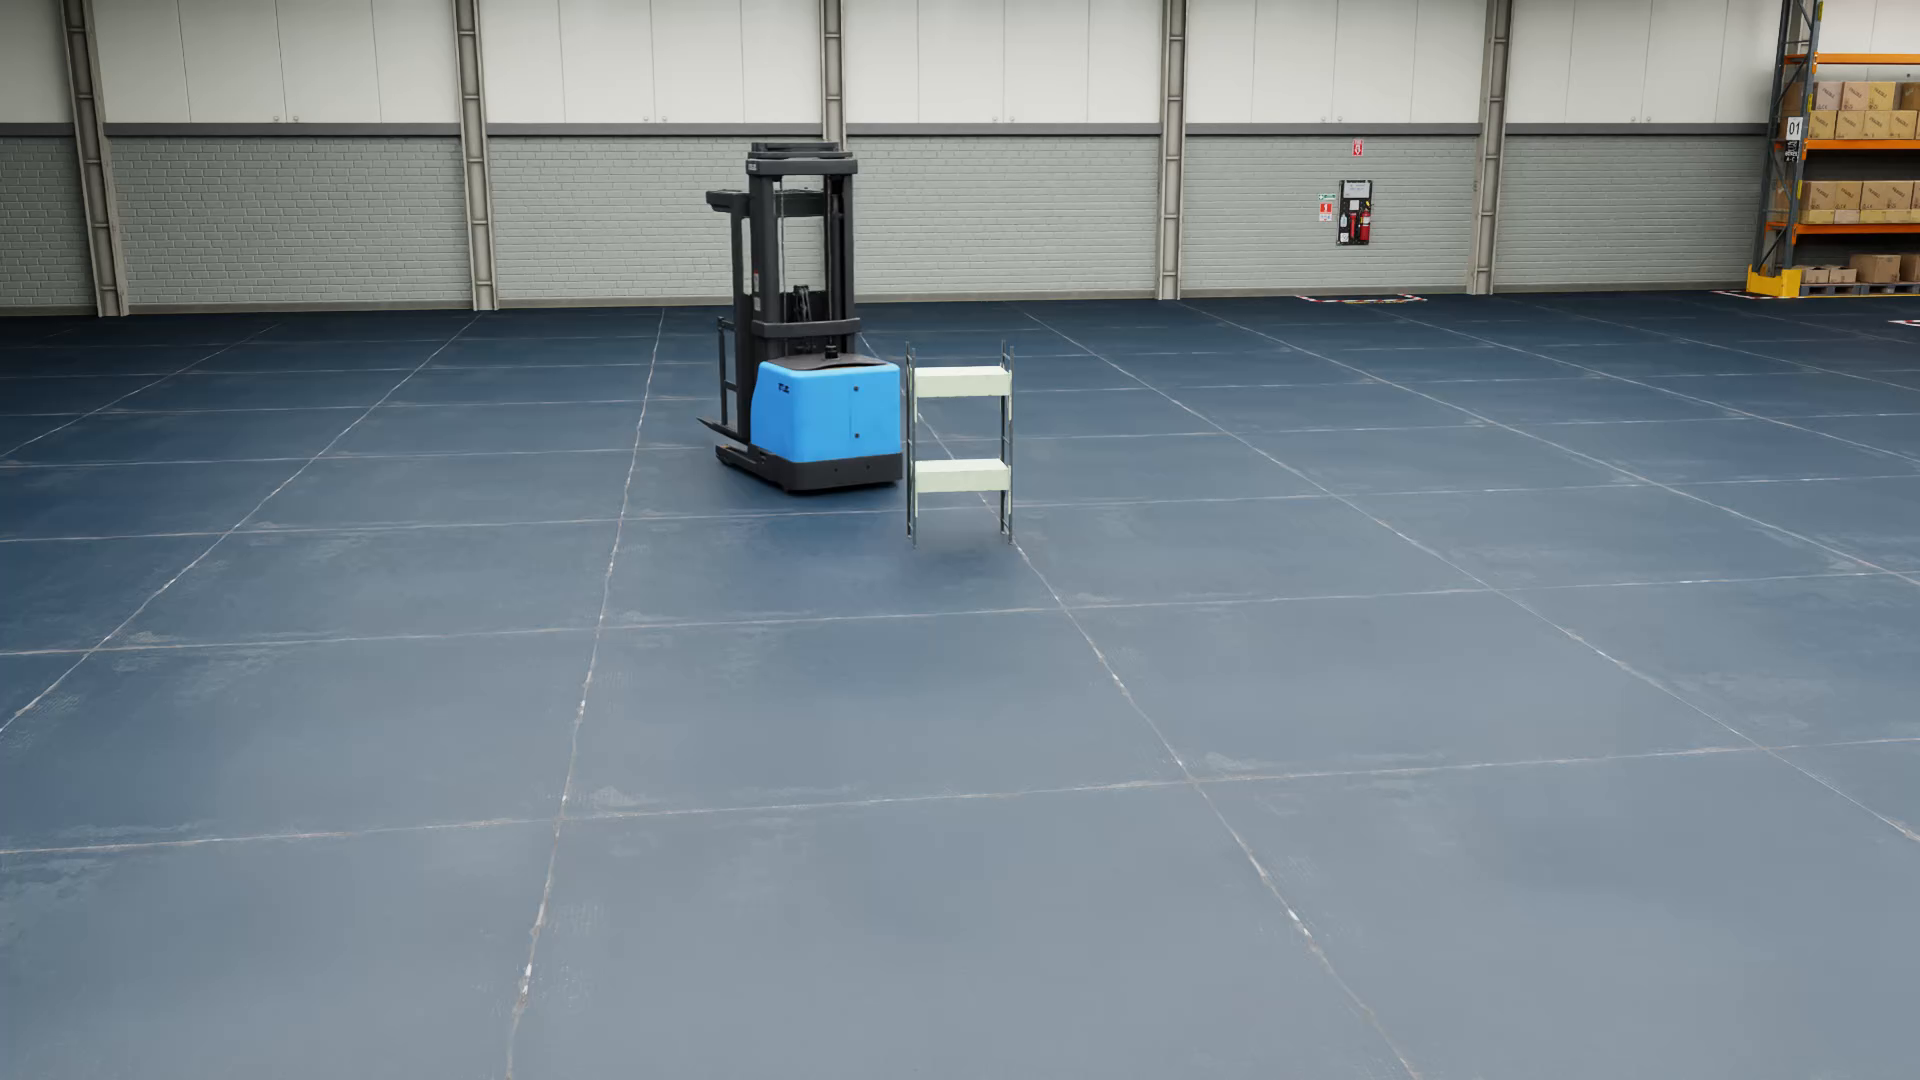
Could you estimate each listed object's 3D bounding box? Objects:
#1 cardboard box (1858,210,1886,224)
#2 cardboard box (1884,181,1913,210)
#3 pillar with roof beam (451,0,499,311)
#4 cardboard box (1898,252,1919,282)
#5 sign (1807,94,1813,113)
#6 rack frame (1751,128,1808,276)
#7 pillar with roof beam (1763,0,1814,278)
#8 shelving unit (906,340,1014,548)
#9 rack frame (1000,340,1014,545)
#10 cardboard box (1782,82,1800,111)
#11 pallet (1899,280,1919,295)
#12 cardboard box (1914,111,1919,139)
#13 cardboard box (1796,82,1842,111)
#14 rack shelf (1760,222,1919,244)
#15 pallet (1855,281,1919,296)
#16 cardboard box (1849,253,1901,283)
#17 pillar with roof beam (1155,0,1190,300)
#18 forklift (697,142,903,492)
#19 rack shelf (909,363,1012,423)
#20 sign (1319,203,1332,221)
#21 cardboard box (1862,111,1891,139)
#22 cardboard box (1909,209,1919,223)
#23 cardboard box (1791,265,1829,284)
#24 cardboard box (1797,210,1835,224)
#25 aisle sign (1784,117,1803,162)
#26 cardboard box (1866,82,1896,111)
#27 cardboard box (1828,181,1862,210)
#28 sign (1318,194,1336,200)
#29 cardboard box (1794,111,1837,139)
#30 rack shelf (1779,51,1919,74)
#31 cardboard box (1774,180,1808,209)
[{"bbox_3d":[16.611,-5.956,30.572,0.500,0.250,0.500,-2,14,-9],"label":"cardboard box"},{"bbox_3d":[17.093,-6.338,30.555,0.500,0.500,0.500,-2,14,-7],"label":"cardboard box"},{"bbox_3d":[-7.462,-7.277,23.237,0.400,9.000,9.100,-2,14,-8],"label":"pillar with roof beam"},{"bbox_3d":[18.000,-5.137,31.274,0.500,0.500,0.500,-3,14,-13],"label":"cardboard box"},{"bbox_3d":[15.146,-7.787,29.642,0.005,0.325,0.100,-2,14,-8],"label":"sign"},{"bbox_3d":[15.065,-6.038,30.633,0.127,3.000,1.000,-2,14,-8],"label":"rack frame"},{"bbox_3d":[16.270,-8.146,26.705,0.400,9.000,9.100,-2,14,-8],"label":"pillar with roof beam"},{"bbox_3d":[-0.007,-0.727,12.538,0.755,1.500,0.431,-2,14,-8],"label":"shelving unit"},{"bbox_3d":[0.355,-0.740,12.591,0.023,1.500,0.400,-2,14,-8],"label":"rack frame"},{"bbox_3d":[15.453,-8.115,30.445,0.500,0.500,0.500,-1,14,-6],"label":"cardboard box"},{"bbox_3d":[18.362,-4.798,31.420,1.213,0.211,1.003,-2,14,-8],"label":"pallet"},{"bbox_3d":[17.514,-7.574,30.345,0.500,0.500,0.500,-3,14,-11],"label":"cardboard box"},{"bbox_3d":[15.482,-7.992,29.955,0.500,0.500,0.500,-3,14,-12],"label":"cardboard box"},{"bbox_3d":[17.043,-5.762,31.010,4.000,0.370,1.077,-2,14,-8],"label":"rack shelf"},{"bbox_3d":[17.153,-4.753,31.240,1.213,0.211,1.003,-2,14,-8],"label":"pallet"},{"bbox_3d":[17.059,-5.078,31.038,0.500,0.500,0.700,-3,14,-12],"label":"cardboard box"},{"bbox_3d":[4.404,-7.711,24.971,0.400,9.000,9.100,-2,14,-8],"label":"pillar with roof beam"},{"bbox_3d":[-1.636,-2.148,15.262,1.130,2.935,3.031,-7,16,-27],"label":"forklift"},{"bbox_3d":[-0.007,-1.106,12.443,0.720,0.370,0.431,-2,14,-8],"label":"rack shelf"},{"bbox_3d":[6.684,-5.996,30.391,0.234,0.329,0.001,-2,14,-8],"label":"sign"},{"bbox_3d":[16.482,-7.534,30.185,0.500,0.500,0.500,-1,14,-6],"label":"cardboard box"},{"bbox_3d":[17.608,-5.992,30.717,0.500,0.250,0.500,-2,14,-9],"label":"cardboard box"},{"bbox_3d":[15.763,-4.951,30.921,0.500,0.311,0.500,-4,15,-15],"label":"cardboard box"},{"bbox_3d":[15.595,-5.917,30.415,0.500,0.250,0.500,-3,14,-10],"label":"cardboard box"},{"bbox_3d":[15.039,-7.225,30.019,0.004,0.787,0.394,-2,14,-8],"label":"aisle sign"},{"bbox_3d":[16.491,-8.019,30.064,0.500,0.500,0.500,-2,14,-7],"label":"cardboard box"},{"bbox_3d":[16.072,-6.300,30.401,0.500,0.500,0.500,-2,14,-8],"label":"cardboard box"},{"bbox_3d":[6.690,-6.251,30.319,0.331,0.109,0.001,-2,14,-8],"label":"sign"},{"bbox_3d":[15.433,-7.504,30.063,0.500,0.500,0.500,-2,14,-7],"label":"cardboard box"},{"bbox_3d":[17.043,-8.670,30.281,4.000,0.370,1.077,-2,14,-8],"label":"rack shelf"},{"bbox_3d":[15.500,-6.407,30.830,0.500,0.500,0.500,-2,14,-9],"label":"cardboard box"}]
